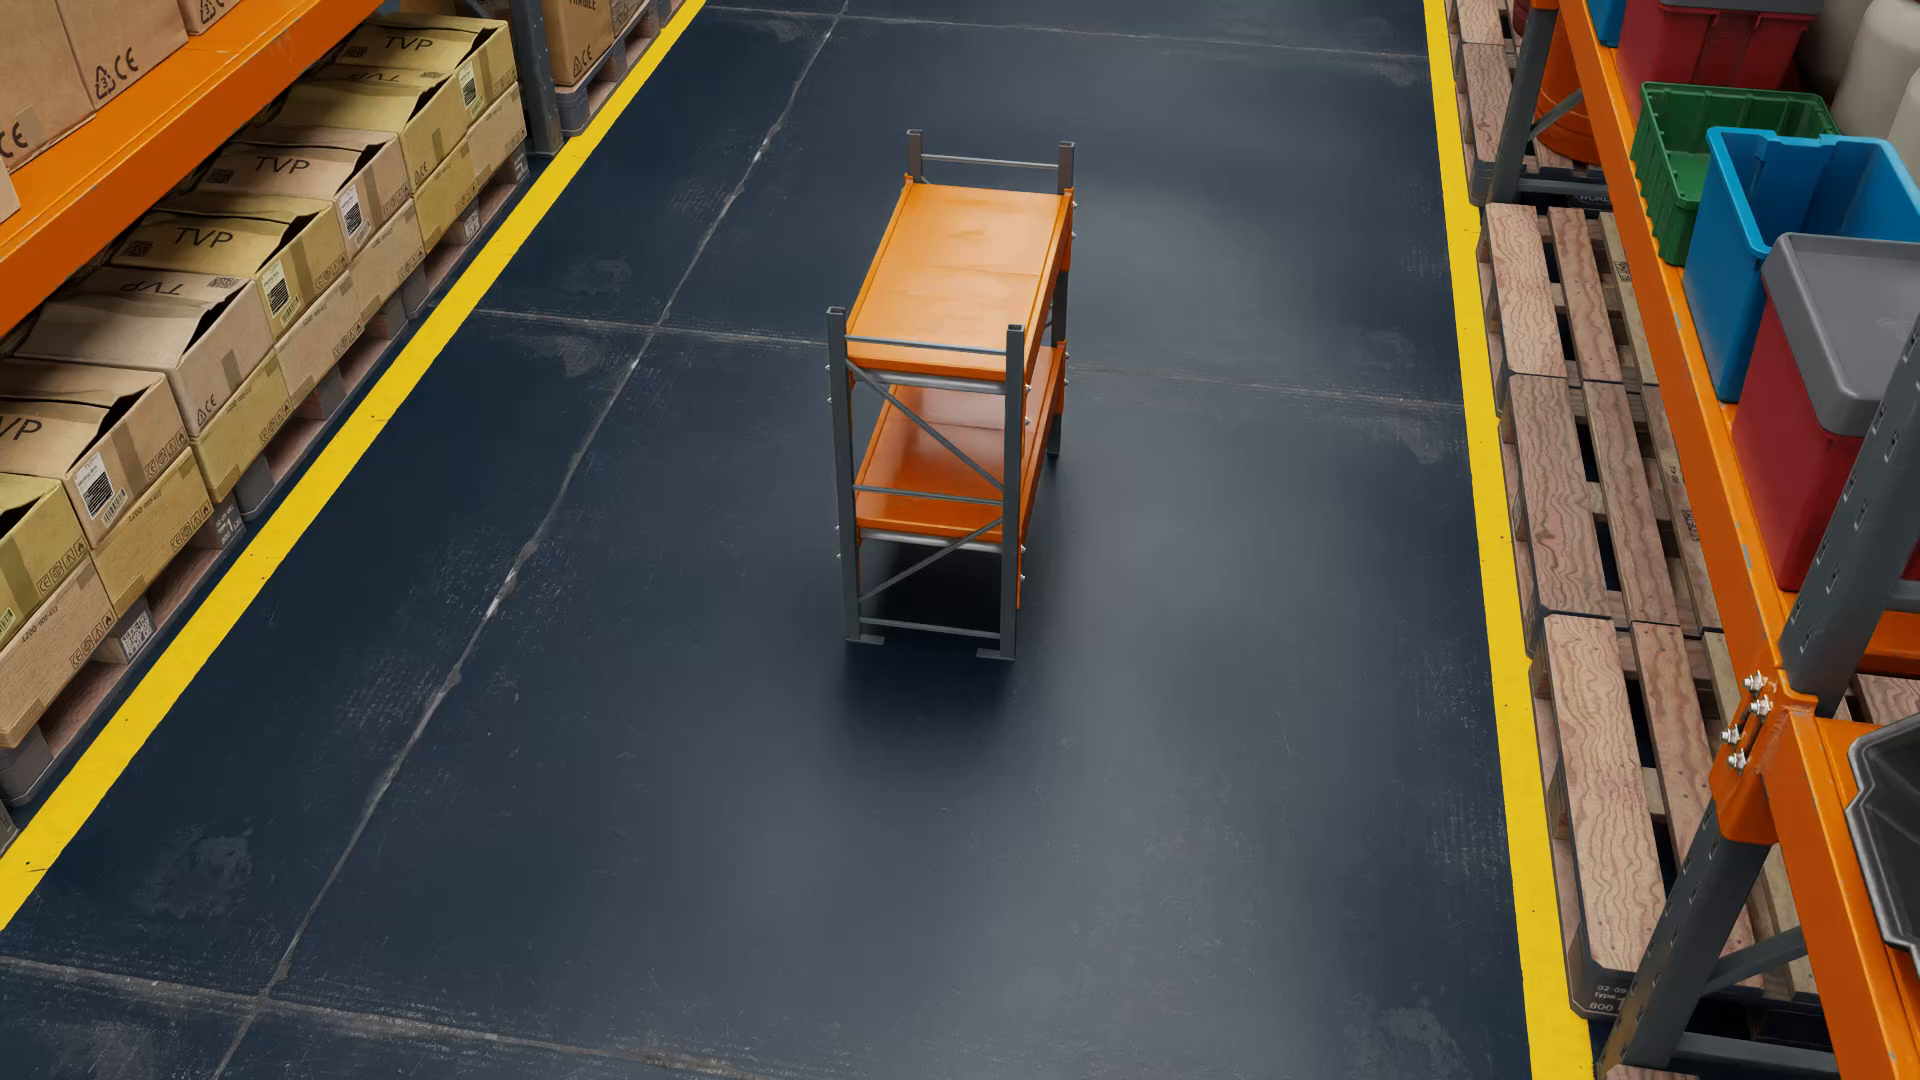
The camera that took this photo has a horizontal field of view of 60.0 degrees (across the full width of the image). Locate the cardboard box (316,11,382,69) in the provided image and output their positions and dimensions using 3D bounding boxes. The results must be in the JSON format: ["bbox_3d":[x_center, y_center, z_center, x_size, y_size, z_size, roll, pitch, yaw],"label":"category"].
[{"bbox_3d":[-2.634,-1.942,6.633,0.500,0.311,0.500,8,40,9],"label":"cardboard box"}]

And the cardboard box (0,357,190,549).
[{"bbox_3d":[-2.538,-0.273,4.614,0.500,0.311,0.500,6,40,7],"label":"cardboard box"}]

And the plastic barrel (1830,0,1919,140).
[{"bbox_3d":[2.515,-1.221,4.267,0.433,0.535,0.433,0,40,0],"label":"plastic barrel"}]

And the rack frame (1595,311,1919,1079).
[{"bbox_3d":[1.932,0.139,2.728,1.000,3.000,0.127,6,40,8],"label":"rack frame"}]

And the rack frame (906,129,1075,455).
[{"bbox_3d":[0.089,-0.757,5.283,0.500,1.125,0.032,6,40,8],"label":"rack frame"}]

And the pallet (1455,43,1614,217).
[{"bbox_3d":[2.719,-1.796,7.256,1.003,0.211,1.213,6,40,8],"label":"pallet"}]

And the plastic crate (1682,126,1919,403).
[{"bbox_3d":[1.816,-0.581,3.611,0.392,0.384,0.575,6,40,8],"label":"plastic crate"}]

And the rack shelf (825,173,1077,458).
[{"bbox_3d":[0.001,-0.663,4.710,0.538,0.278,1.000,6,40,8],"label":"rack shelf"}]

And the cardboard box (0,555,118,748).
[{"bbox_3d":[-2.633,0.263,4.406,0.500,0.250,0.500,5,40,7],"label":"cardboard box"}]

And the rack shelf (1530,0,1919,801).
[{"bbox_3d":[2.278,-0.839,4.475,1.077,0.370,4.000,6,40,8],"label":"rack shelf"}]

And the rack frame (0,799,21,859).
[{"bbox_3d":[-2.946,-0.409,3.391,1.000,3.000,0.127,6,40,8],"label":"rack frame"}]

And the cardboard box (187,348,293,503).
[{"bbox_3d":[-2.456,-0.383,5.188,0.500,0.250,0.500,5,40,6],"label":"cardboard box"}]

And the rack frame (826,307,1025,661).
[{"bbox_3d":[-0.087,-0.119,4.511,0.500,1.125,0.032,6,40,8],"label":"rack frame"}]

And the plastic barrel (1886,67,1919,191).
[{"bbox_3d":[2.440,-0.950,3.938,0.433,0.535,0.433,0,40,0],"label":"plastic barrel"}]

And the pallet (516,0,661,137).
[{"bbox_3d":[-2.088,-2.309,7.877,1.003,0.211,1.213,6,40,8],"label":"pallet"}]

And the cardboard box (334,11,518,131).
[{"bbox_3d":[-2.102,-1.882,6.560,0.500,0.311,0.500,7,40,9],"label":"cardboard box"}]

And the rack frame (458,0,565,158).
[{"bbox_3d":[-2.254,-2.920,6.427,1.000,3.000,0.127,6,40,8],"label":"rack frame"}]

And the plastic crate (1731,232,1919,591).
[{"bbox_3d":[1.714,-0.223,3.115,0.402,0.464,0.583,6,40,8],"label":"plastic crate"}]

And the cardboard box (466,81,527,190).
[{"bbox_3d":[-2.105,-1.665,6.738,0.500,0.250,0.500,7,40,9],"label":"cardboard box"}]

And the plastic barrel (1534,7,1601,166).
[{"bbox_3d":[2.692,-2.005,6.695,0.600,0.830,0.708,6,40,8],"label":"plastic barrel"}]

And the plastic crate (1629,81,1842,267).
[{"bbox_3d":[1.955,-0.903,4.155,0.450,0.188,0.662,6,40,8],"label":"plastic crate"}]

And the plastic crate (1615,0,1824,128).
[{"bbox_3d":[2.043,-1.415,4.558,0.402,0.464,0.583,6,40,8],"label":"plastic crate"}]

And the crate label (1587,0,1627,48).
[{"bbox_3d":[2.186,-1.791,5.034,0.502,0.435,0.616,6,40,8],"label":"crate label"}]

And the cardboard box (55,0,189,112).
[{"bbox_3d":[-2.620,-1.573,4.720,0.500,0.500,0.500,6,40,8],"label":"cardboard box"}]

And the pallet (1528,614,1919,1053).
[{"bbox_3d":[2.029,0.717,4.217,1.003,0.211,1.213,6,40,8],"label":"pallet"}]

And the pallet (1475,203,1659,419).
[{"bbox_3d":[2.452,-0.814,6.069,1.003,0.211,1.213,6,40,8],"label":"pallet"}]

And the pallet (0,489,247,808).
[{"bbox_3d":[-2.857,0.199,4.844,1.003,0.211,1.213,6,40,8],"label":"pallet"}]

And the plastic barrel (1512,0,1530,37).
[{"bbox_3d":[2.887,-2.621,7.629,0.600,0.588,0.708,6,40,8],"label":"plastic barrel"}]

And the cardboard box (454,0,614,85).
[{"bbox_3d":[-1.894,-2.380,7.391,0.500,0.500,0.500,8,40,10],"label":"cardboard box"}]

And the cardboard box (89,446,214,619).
[{"bbox_3d":[-2.543,-0.058,4.794,0.500,0.250,0.500,7,40,9],"label":"cardboard box"}]

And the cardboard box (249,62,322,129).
[{"bbox_3d":[-2.717,-1.611,6.233,0.500,0.311,0.500,5,40,7],"label":"cardboard box"}]

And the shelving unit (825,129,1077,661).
[{"bbox_3d":[0.001,-0.438,4.897,0.538,1.125,1.048,6,40,8],"label":"shelving unit"}]

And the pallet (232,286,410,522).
[{"bbox_3d":[-2.648,-0.569,5.773,1.003,0.211,1.213,6,40,8],"label":"pallet"}]

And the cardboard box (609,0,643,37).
[{"bbox_3d":[-1.809,-2.709,7.789,0.500,0.500,0.500,5,40,6],"label":"cardboard box"}]

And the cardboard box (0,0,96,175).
[{"bbox_3d":[-2.706,-1.259,4.340,0.500,0.500,0.500,9,40,11],"label":"cardboard box"}]

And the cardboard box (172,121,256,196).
[{"bbox_3d":[-2.807,-1.291,5.846,0.500,0.311,0.500,5,40,6],"label":"cardboard box"}]

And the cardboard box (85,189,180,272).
[{"bbox_3d":[-2.895,-0.968,5.455,0.500,0.311,0.500,6,40,7],"label":"cardboard box"}]

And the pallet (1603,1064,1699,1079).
[{"bbox_3d":[1.774,1.631,3.112,1.003,0.211,1.213,6,40,8],"label":"pallet"}]

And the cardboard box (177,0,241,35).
[{"bbox_3d":[-2.528,-1.903,5.120,0.500,0.500,0.500,4,40,5],"label":"cardboard box"}]

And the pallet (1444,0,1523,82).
[{"bbox_3d":[2.933,-2.559,8.180,1.003,0.211,1.213,6,40,8],"label":"pallet"}]

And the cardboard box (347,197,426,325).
[{"bbox_3d":[-2.281,-1.025,5.965,0.500,0.250,0.500,7,40,9],"label":"cardboard box"}]

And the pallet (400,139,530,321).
[{"bbox_3d":[-2.435,-1.333,6.696,1.003,0.211,1.213,6,40,8],"label":"pallet"}]

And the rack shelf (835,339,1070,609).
[{"bbox_3d":[0.001,-0.249,5.053,0.538,0.278,1.000,6,40,8],"label":"rack shelf"}]

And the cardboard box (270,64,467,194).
[{"bbox_3d":[-2.186,-1.555,6.165,0.500,0.311,0.500,6,40,7],"label":"cardboard box"}]

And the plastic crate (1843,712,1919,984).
[{"bbox_3d":[1.716,0.478,2.367,0.767,0.338,0.504,6,40,8],"label":"plastic crate"}]

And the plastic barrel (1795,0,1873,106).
[{"bbox_3d":[2.583,-1.481,4.599,0.421,0.512,0.421,0,40,0],"label":"plastic barrel"}]

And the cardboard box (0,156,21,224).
[{"bbox_3d":[-2.592,-0.846,4.116,0.380,0.149,0.250,6,40,8],"label":"cardboard box"}]

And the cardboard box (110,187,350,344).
[{"bbox_3d":[-2.365,-0.924,5.402,0.500,0.311,0.500,7,40,9],"label":"cardboard box"}]

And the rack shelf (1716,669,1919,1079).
[{"bbox_3d":[1.586,1.672,1.439,1.077,0.370,4.000,6,40,8],"label":"rack shelf"}]

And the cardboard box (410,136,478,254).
[{"bbox_3d":[-2.191,-1.341,6.346,0.500,0.250,0.500,6,40,7],"label":"cardboard box"}]

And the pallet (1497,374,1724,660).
[{"bbox_3d":[2.238,-0.051,5.146,1.003,0.211,1.213,6,40,8],"label":"pallet"}]

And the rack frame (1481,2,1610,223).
[{"bbox_3d":[2.624,-2.371,5.764,1.000,3.000,0.127,6,40,8],"label":"rack frame"}]

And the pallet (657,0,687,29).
[{"bbox_3d":[-1.874,-3.073,8.801,1.003,0.211,1.213,6,40,8],"label":"pallet"}]

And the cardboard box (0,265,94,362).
[{"bbox_3d":[-2.986,-0.653,5.075,0.500,0.311,0.500,6,40,8],"label":"cardboard box"}]

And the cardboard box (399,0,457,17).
[{"bbox_3d":[-2.324,-2.739,7.825,0.500,0.500,0.500,8,40,9],"label":"cardboard box"}]

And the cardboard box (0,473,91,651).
[{"bbox_3d":[-2.629,0.041,4.235,0.500,0.311,0.500,7,40,8],"label":"cardboard box"}]

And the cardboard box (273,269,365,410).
[{"bbox_3d":[-2.367,-0.702,5.574,0.500,0.250,0.500,7,40,9],"label":"cardboard box"}]

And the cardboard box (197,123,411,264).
[{"bbox_3d":[-2.276,-1.239,5.782,0.500,0.311,0.500,6,40,7],"label":"cardboard box"}]

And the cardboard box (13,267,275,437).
[{"bbox_3d":[-2.449,-0.598,5.007,0.500,0.311,0.500,5,40,6],"label":"cardboard box"}]
